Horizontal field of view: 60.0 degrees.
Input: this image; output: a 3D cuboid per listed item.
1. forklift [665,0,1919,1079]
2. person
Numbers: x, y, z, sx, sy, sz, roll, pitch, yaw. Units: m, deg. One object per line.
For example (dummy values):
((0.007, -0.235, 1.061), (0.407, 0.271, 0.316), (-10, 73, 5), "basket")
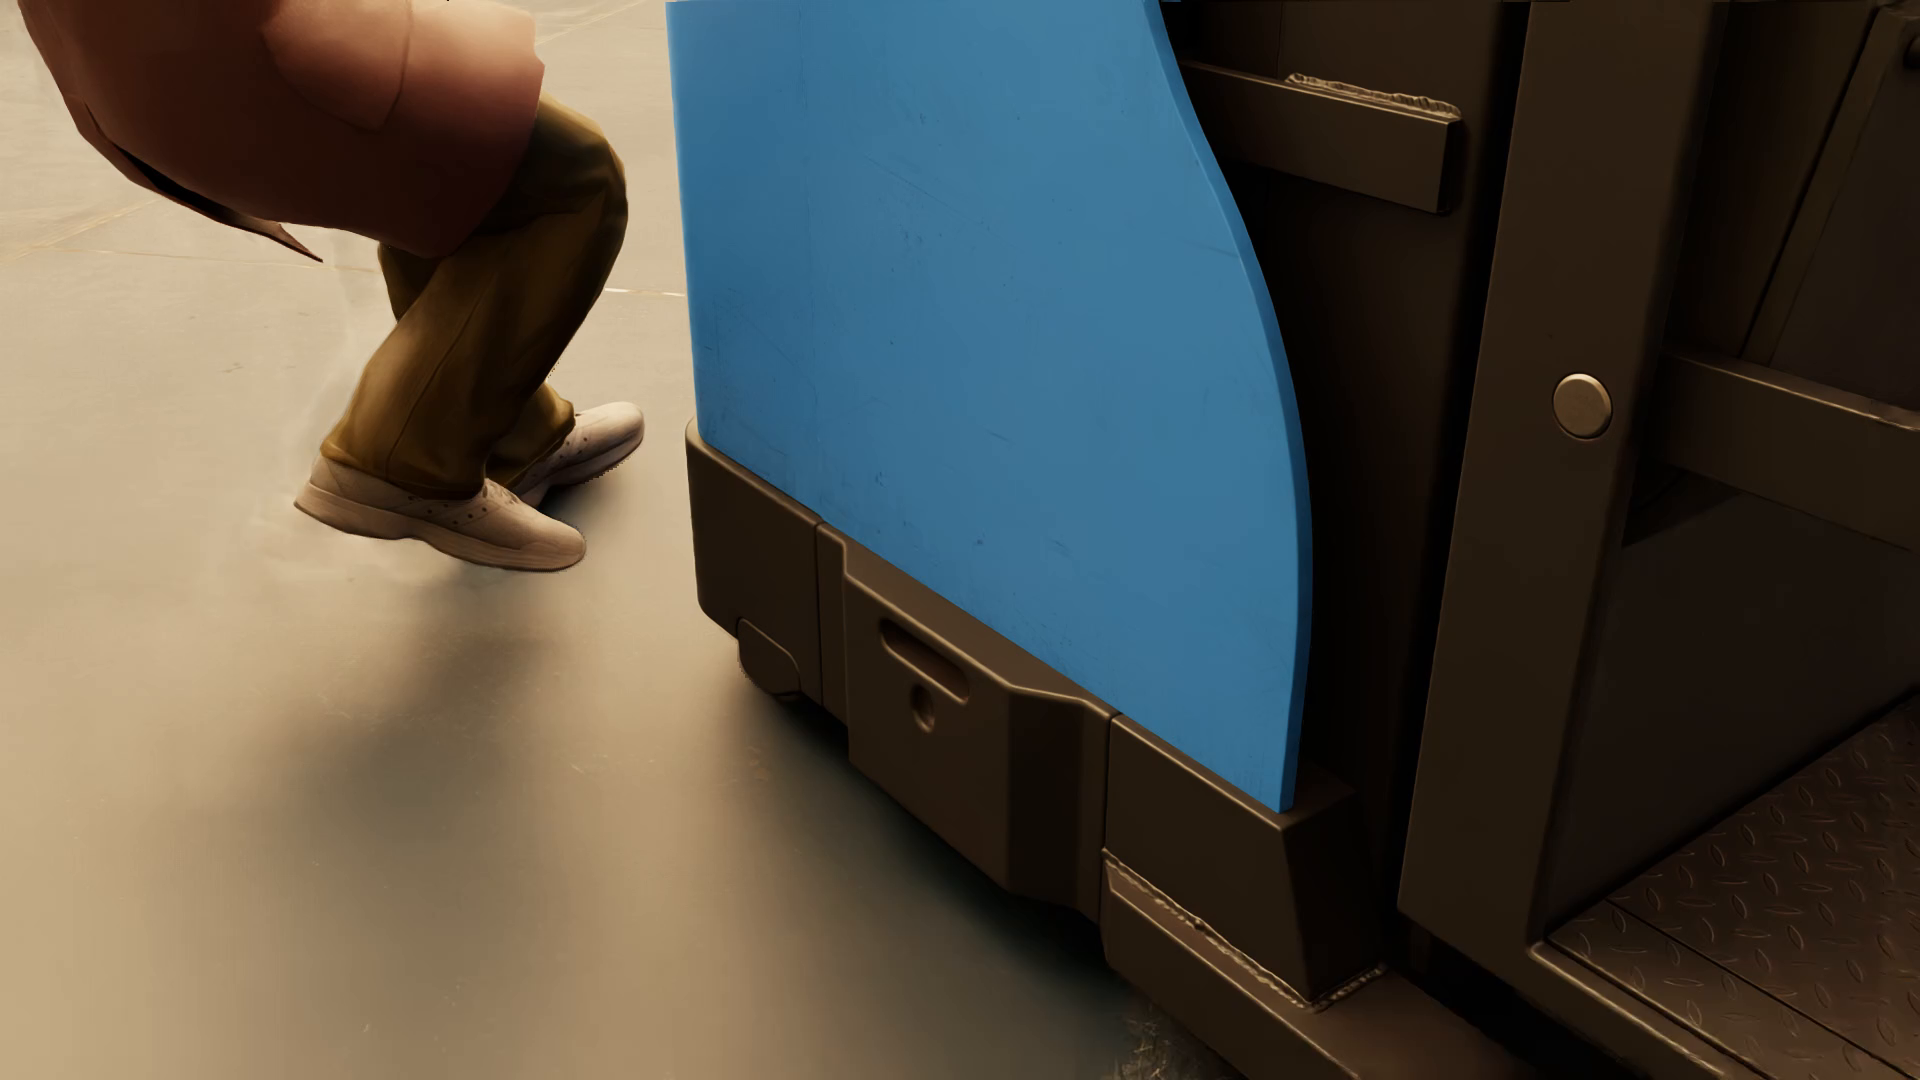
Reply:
((0.942, -0.780, 0.793), (1.130, 2.935, 3.031), (-19, 32, -32), "forklift")
((-0.697, -0.667, 2.037), (0.856, 1.612, 1.127), (-24, 35, -39), "person")
